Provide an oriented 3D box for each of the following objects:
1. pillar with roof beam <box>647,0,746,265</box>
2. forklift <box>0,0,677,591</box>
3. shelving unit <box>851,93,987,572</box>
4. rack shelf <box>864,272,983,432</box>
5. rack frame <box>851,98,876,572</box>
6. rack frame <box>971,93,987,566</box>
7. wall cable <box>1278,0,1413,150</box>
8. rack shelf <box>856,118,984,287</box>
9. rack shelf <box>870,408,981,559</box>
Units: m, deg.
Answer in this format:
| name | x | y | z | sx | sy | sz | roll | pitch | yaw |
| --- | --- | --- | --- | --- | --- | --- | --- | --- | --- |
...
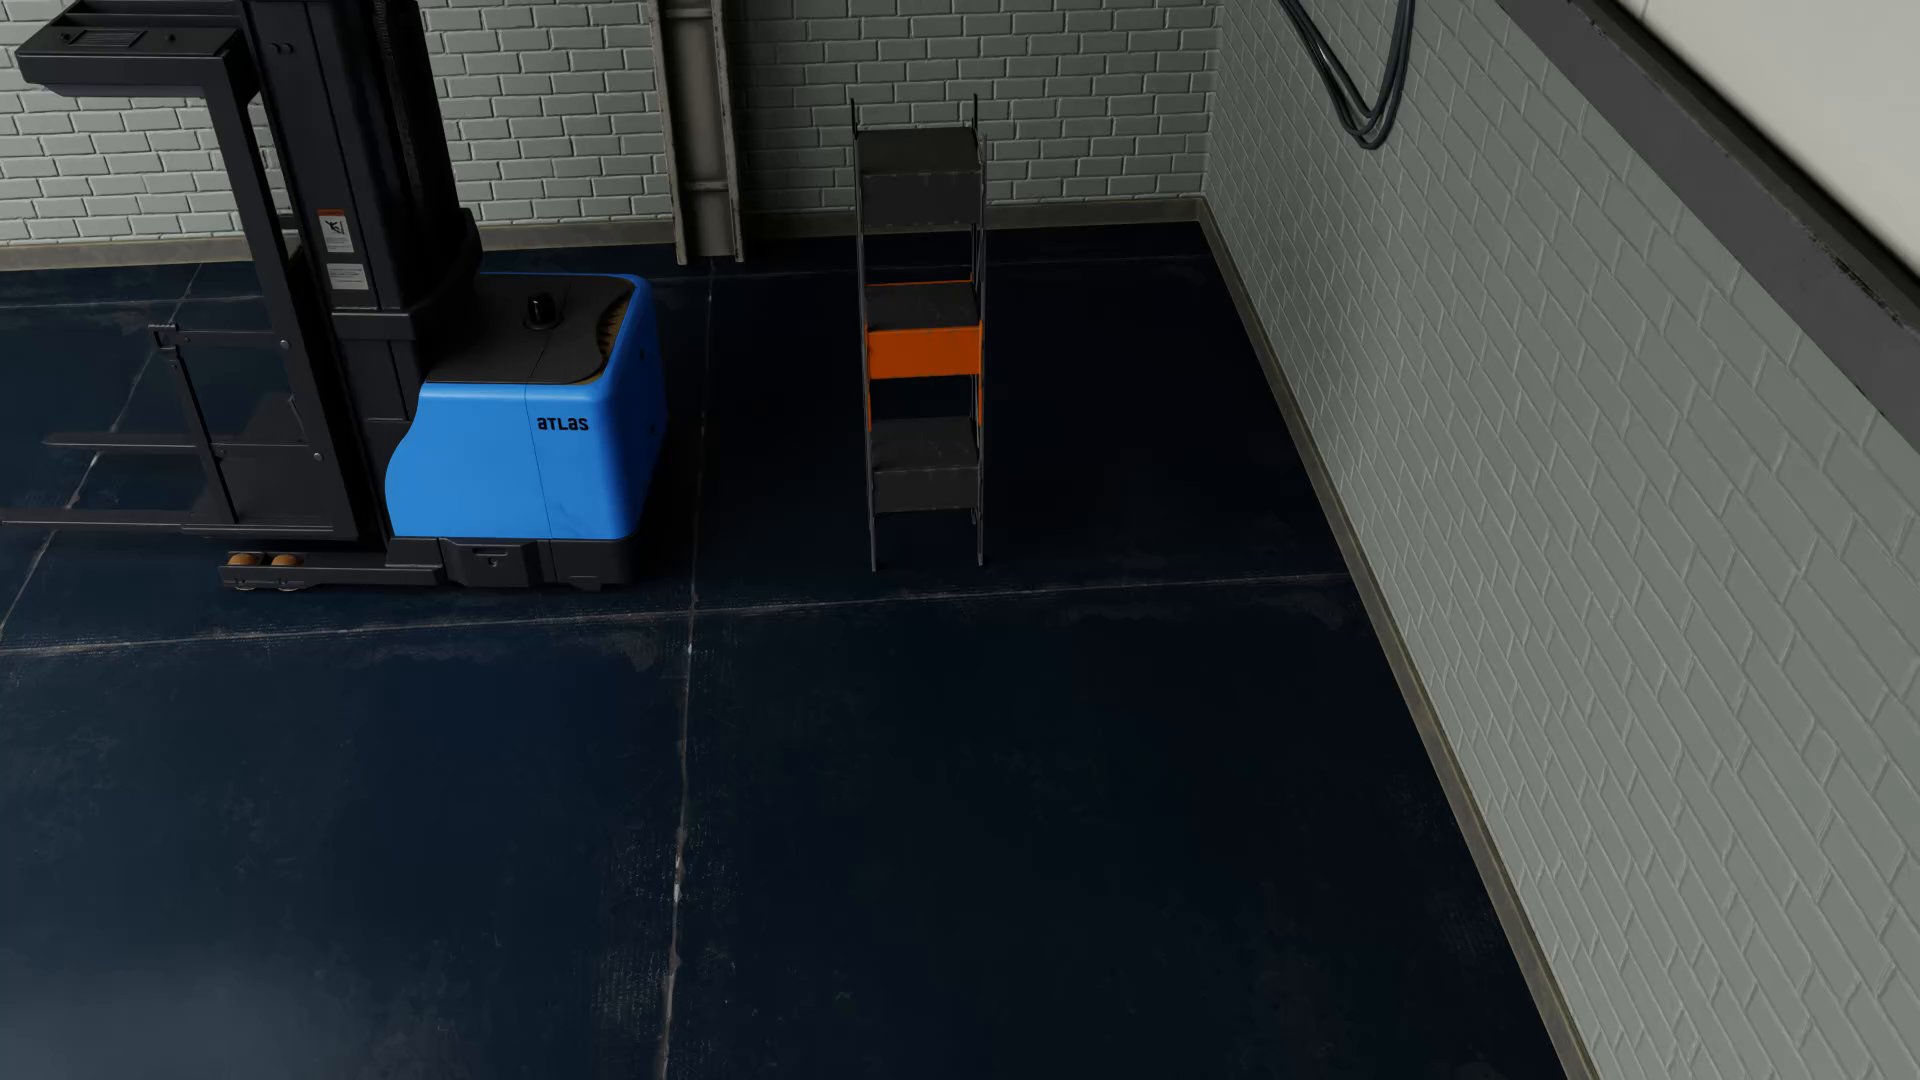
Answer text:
| name | x | y | z | sx | sy | sz | roll | pitch | yaw |
| --- | --- | --- | --- | --- | --- | --- | --- | --- | --- |
| pillar with roof beam | -1.098 | -2.607 | 3.790 | 0.400 | 9.000 | 9.100 | -3 | 38 | -4 |
| forklift | -2.910 | -1.248 | 6.965 | 3.031 | 2.935 | 1.130 | 1 | 38 | 1 |
| shelving unit | -0.165 | -0.815 | 7.088 | 0.503 | 2.100 | 0.431 | -3 | 38 | -4 |
| rack shelf | -0.165 | -0.805 | 7.097 | 0.480 | 0.518 | 0.431 | -3 | 38 | -4 |
| rack frame | -0.408 | -0.802 | 7.071 | 0.015 | 2.100 | 0.400 | -3 | 38 | -4 |
| rack frame | 0.078 | -0.829 | 7.105 | 0.015 | 2.100 | 0.400 | -3 | 38 | -4 |
| wall cable | 1.572 | -3.390 | 7.289 | 0.112 | 2.526 | 3.097 | -3 | 38 | -4 |
| rack shelf | -0.165 | -1.354 | 6.663 | 0.480 | 0.518 | 0.431 | -3 | 38 | -4 |
| rack shelf | -0.165 | -0.255 | 7.530 | 0.480 | 0.518 | 0.431 | -3 | 38 | -4 |
